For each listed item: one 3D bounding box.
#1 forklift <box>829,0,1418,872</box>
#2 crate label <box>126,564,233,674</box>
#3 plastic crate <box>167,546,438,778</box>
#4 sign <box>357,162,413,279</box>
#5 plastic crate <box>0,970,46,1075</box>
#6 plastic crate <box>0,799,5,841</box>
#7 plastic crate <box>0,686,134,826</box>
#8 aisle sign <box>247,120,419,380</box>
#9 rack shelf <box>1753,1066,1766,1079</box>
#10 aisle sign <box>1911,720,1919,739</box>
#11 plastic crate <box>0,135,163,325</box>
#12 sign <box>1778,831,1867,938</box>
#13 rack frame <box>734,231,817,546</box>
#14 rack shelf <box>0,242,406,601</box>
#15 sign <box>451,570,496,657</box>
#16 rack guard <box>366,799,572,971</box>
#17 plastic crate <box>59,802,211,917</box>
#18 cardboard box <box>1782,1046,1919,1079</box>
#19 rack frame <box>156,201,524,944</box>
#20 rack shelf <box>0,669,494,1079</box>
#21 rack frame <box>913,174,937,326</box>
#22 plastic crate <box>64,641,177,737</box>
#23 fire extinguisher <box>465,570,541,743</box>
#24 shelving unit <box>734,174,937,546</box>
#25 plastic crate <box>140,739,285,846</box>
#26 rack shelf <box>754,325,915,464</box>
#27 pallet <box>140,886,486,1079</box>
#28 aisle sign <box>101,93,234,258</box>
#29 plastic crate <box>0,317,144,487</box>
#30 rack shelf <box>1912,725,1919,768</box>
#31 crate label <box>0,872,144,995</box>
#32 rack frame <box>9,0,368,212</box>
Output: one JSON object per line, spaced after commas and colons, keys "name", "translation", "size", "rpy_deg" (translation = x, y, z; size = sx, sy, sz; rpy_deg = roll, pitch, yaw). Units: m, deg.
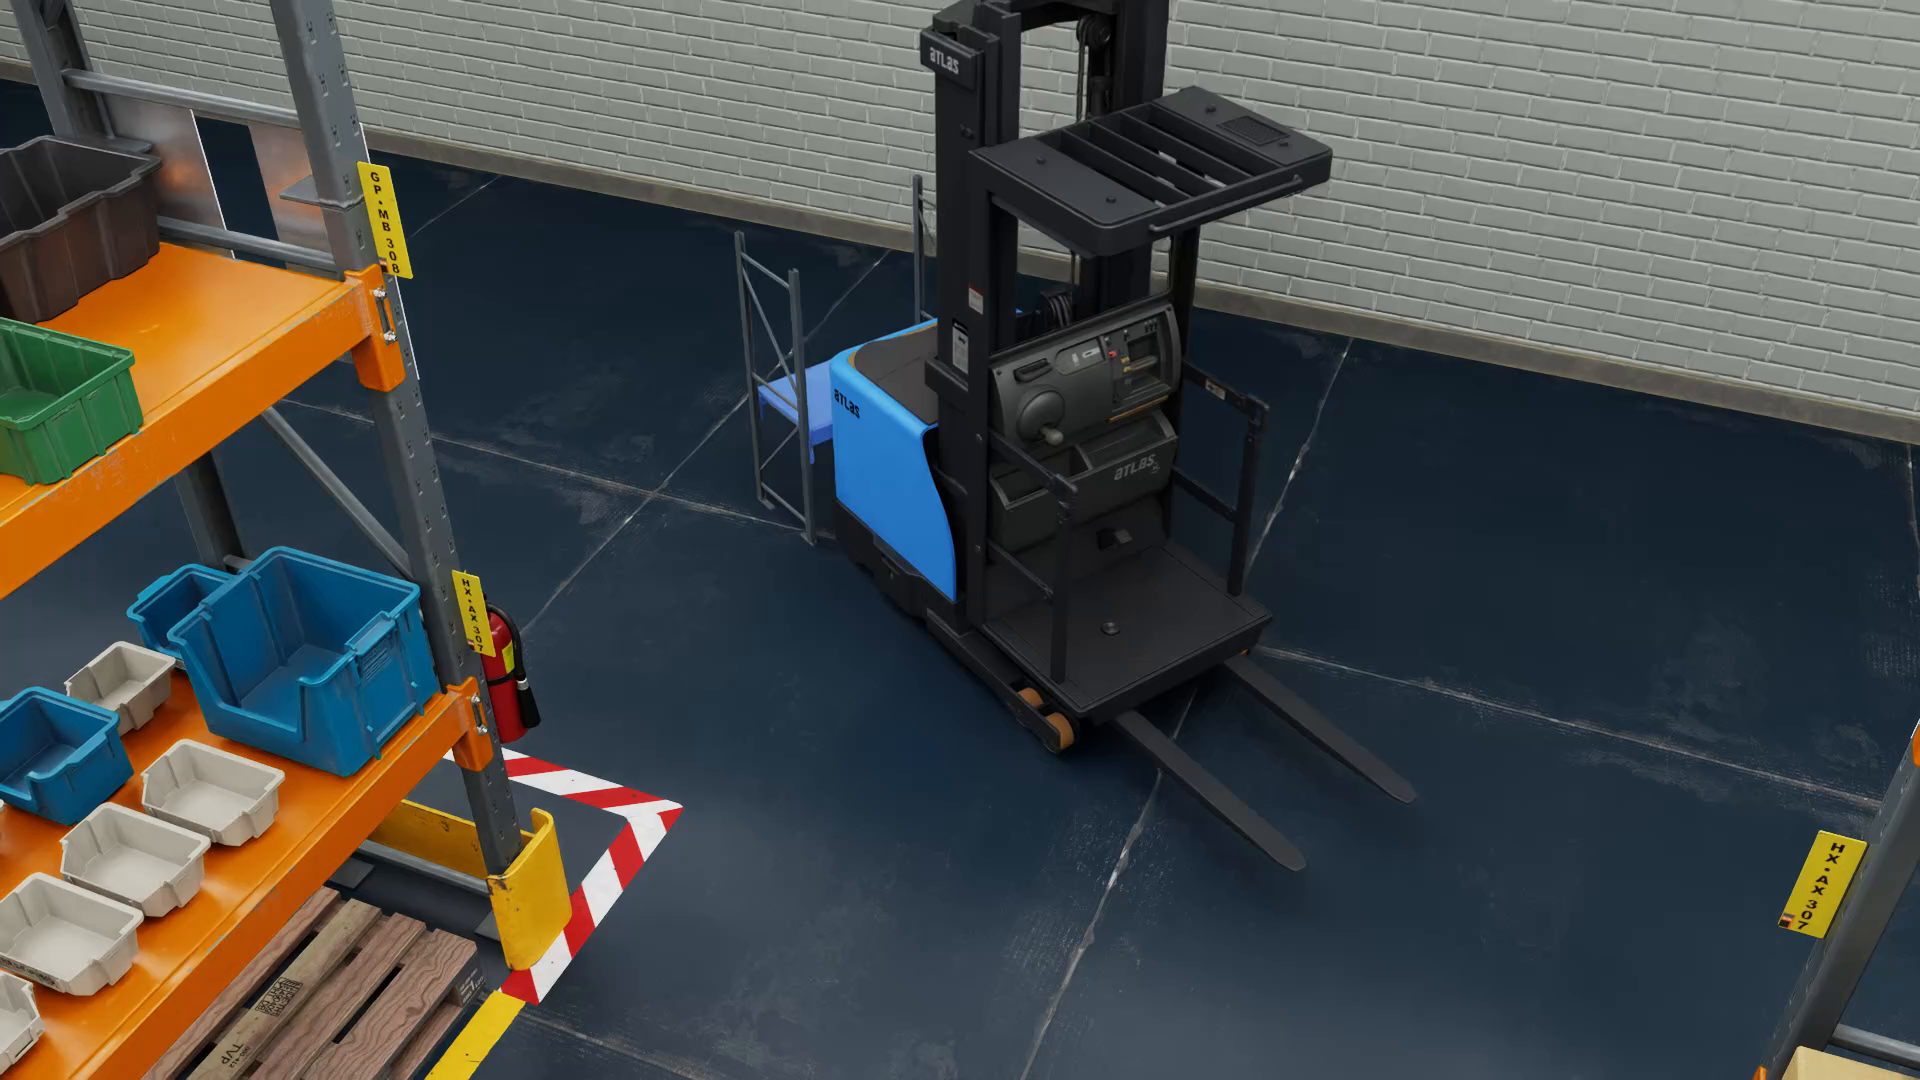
{"name": "forklift", "translation": [0.649, -0.608, 6.615], "size": [1.130, 2.935, 3.031], "rpy_deg": [-23, 43, -28]}
{"name": "crate label", "translation": [-2.460, 0.290, 5.446], "size": [0.416, 0.233, 0.303], "rpy_deg": [14, 39, 18]}
{"name": "plastic crate", "translation": [-2.016, 0.375, 5.163], "size": [0.616, 0.435, 0.499], "rpy_deg": [14, 39, 18]}
{"name": "sign", "translation": [-1.546, -0.858, 4.474], "size": [0.100, 0.325, 0.005], "rpy_deg": [14, 39, 18]}
{"name": "plastic crate", "translation": [-2.507, 1.245, 4.249], "size": [0.298, 0.136, 0.250], "rpy_deg": [14, 39, 18]}
{"name": "plastic crate", "translation": [-2.916, 0.863, 4.760], "size": [0.250, 0.136, 0.298], "rpy_deg": [14, 39, 18]}
{"name": "plastic crate", "translation": [-2.710, 0.655, 4.958], "size": [0.416, 0.233, 0.300], "rpy_deg": [14, 39, 18]}
{"name": "aisle sign", "translation": [-1.763, -0.829, 4.682], "size": [0.394, 0.787, 0.004], "rpy_deg": [14, 39, 18]}
{"name": "rack shelf", "translation": [1.758, 2.709, 2.721], "size": [1.077, 0.370, 4.000], "rpy_deg": [14, 39, 18]}
{"name": "aisle sign", "translation": [2.269, 0.164, 3.353], "size": [0.394, 0.787, 0.004], "rpy_deg": [14, 39, 18]}
{"name": "plastic crate", "translation": [-2.465, -0.814, 4.437], "size": [0.497, 0.269, 0.590], "rpy_deg": [14, 39, 18]}
{"name": "sign", "translation": [2.008, 0.806, 3.877], "size": [0.100, 0.325, 0.005], "rpy_deg": [14, 39, 18]}
{"name": "rack frame", "translation": [-0.874, -0.698, 7.931], "size": [0.032, 1.500, 0.500], "rpy_deg": [-25, 43, -29]}
{"name": "rack shelf", "translation": [-2.822, 0.380, 3.332], "size": [1.077, 0.370, 4.000], "rpy_deg": [14, 39, 18]}
{"name": "sign", "translation": [-1.546, 0.237, 5.292], "size": [0.100, 0.325, 0.005], "rpy_deg": [14, 39, 18]}
{"name": "rack guard", "translation": [-2.064, 1.171, 6.266], "size": [1.175, 0.500, 0.348], "rpy_deg": [14, 39, 18]}
{"name": "plastic crate", "translation": [-2.328, 0.917, 4.688], "size": [0.396, 0.136, 0.243], "rpy_deg": [14, 39, 18]}
{"name": "cardboard box", "translation": [2.087, 1.459, 3.669], "size": [0.500, 0.250, 0.500], "rpy_deg": [13, 39, 17]}
{"name": "rack frame", "translation": [-2.061, 0.186, 5.496], "size": [1.000, 3.000, 0.127], "rpy_deg": [14, 39, 18]}
{"name": "rack shelf", "translation": [-2.822, 1.581, 4.230], "size": [1.077, 0.370, 4.000], "rpy_deg": [14, 39, 18]}
{"name": "rack frame", "translation": [-0.068, -1.069, 8.427], "size": [0.032, 1.500, 0.500], "rpy_deg": [-25, 43, -29]}
{"name": "plastic crate", "translation": [-2.658, 0.488, 5.262], "size": [0.250, 0.136, 0.298], "rpy_deg": [14, 39, 18]}
{"name": "fire extinguisher", "translation": [-1.584, 0.386, 5.604], "size": [0.296, 0.674, 0.183], "rpy_deg": [14, 39, 18]}
{"name": "shelving unit", "translation": [-0.471, -0.883, 8.179], "size": [1.048, 1.500, 0.538], "rpy_deg": [-25, 43, -29]}
{"name": "plastic crate", "translation": [-2.204, 0.760, 4.898], "size": [0.396, 0.136, 0.243], "rpy_deg": [14, 39, 18]}
{"name": "rack shelf", "translation": [-0.471, -0.739, 8.287], "size": [1.000, 0.185, 0.538], "rpy_deg": [-25, 43, -29]}
{"name": "pallet", "translation": [-2.411, 1.750, 5.732], "size": [1.003, 0.211, 1.213], "rpy_deg": [14, 39, 18]}
{"name": "aisle sign", "translation": [-2.309, -0.963, 4.862], "size": [0.394, 0.787, 0.004], "rpy_deg": [14, 39, 18]}
{"name": "plastic crate", "translation": [-2.172, -0.320, 3.844], "size": [0.450, 0.188, 0.336], "rpy_deg": [14, 39, 18]}
{"name": "rack shelf", "translation": [1.758, 1.508, 1.823], "size": [1.077, 0.370, 4.000], "rpy_deg": [14, 39, 18]}
{"name": "crate label", "translation": [-2.411, 1.077, 4.474], "size": [0.396, 0.136, 0.243], "rpy_deg": [14, 39, 18]}
{"name": "rack frame", "translation": [-2.061, -2.217, 3.700], "size": [1.000, 3.000, 0.127], "rpy_deg": [14, 39, 18]}
